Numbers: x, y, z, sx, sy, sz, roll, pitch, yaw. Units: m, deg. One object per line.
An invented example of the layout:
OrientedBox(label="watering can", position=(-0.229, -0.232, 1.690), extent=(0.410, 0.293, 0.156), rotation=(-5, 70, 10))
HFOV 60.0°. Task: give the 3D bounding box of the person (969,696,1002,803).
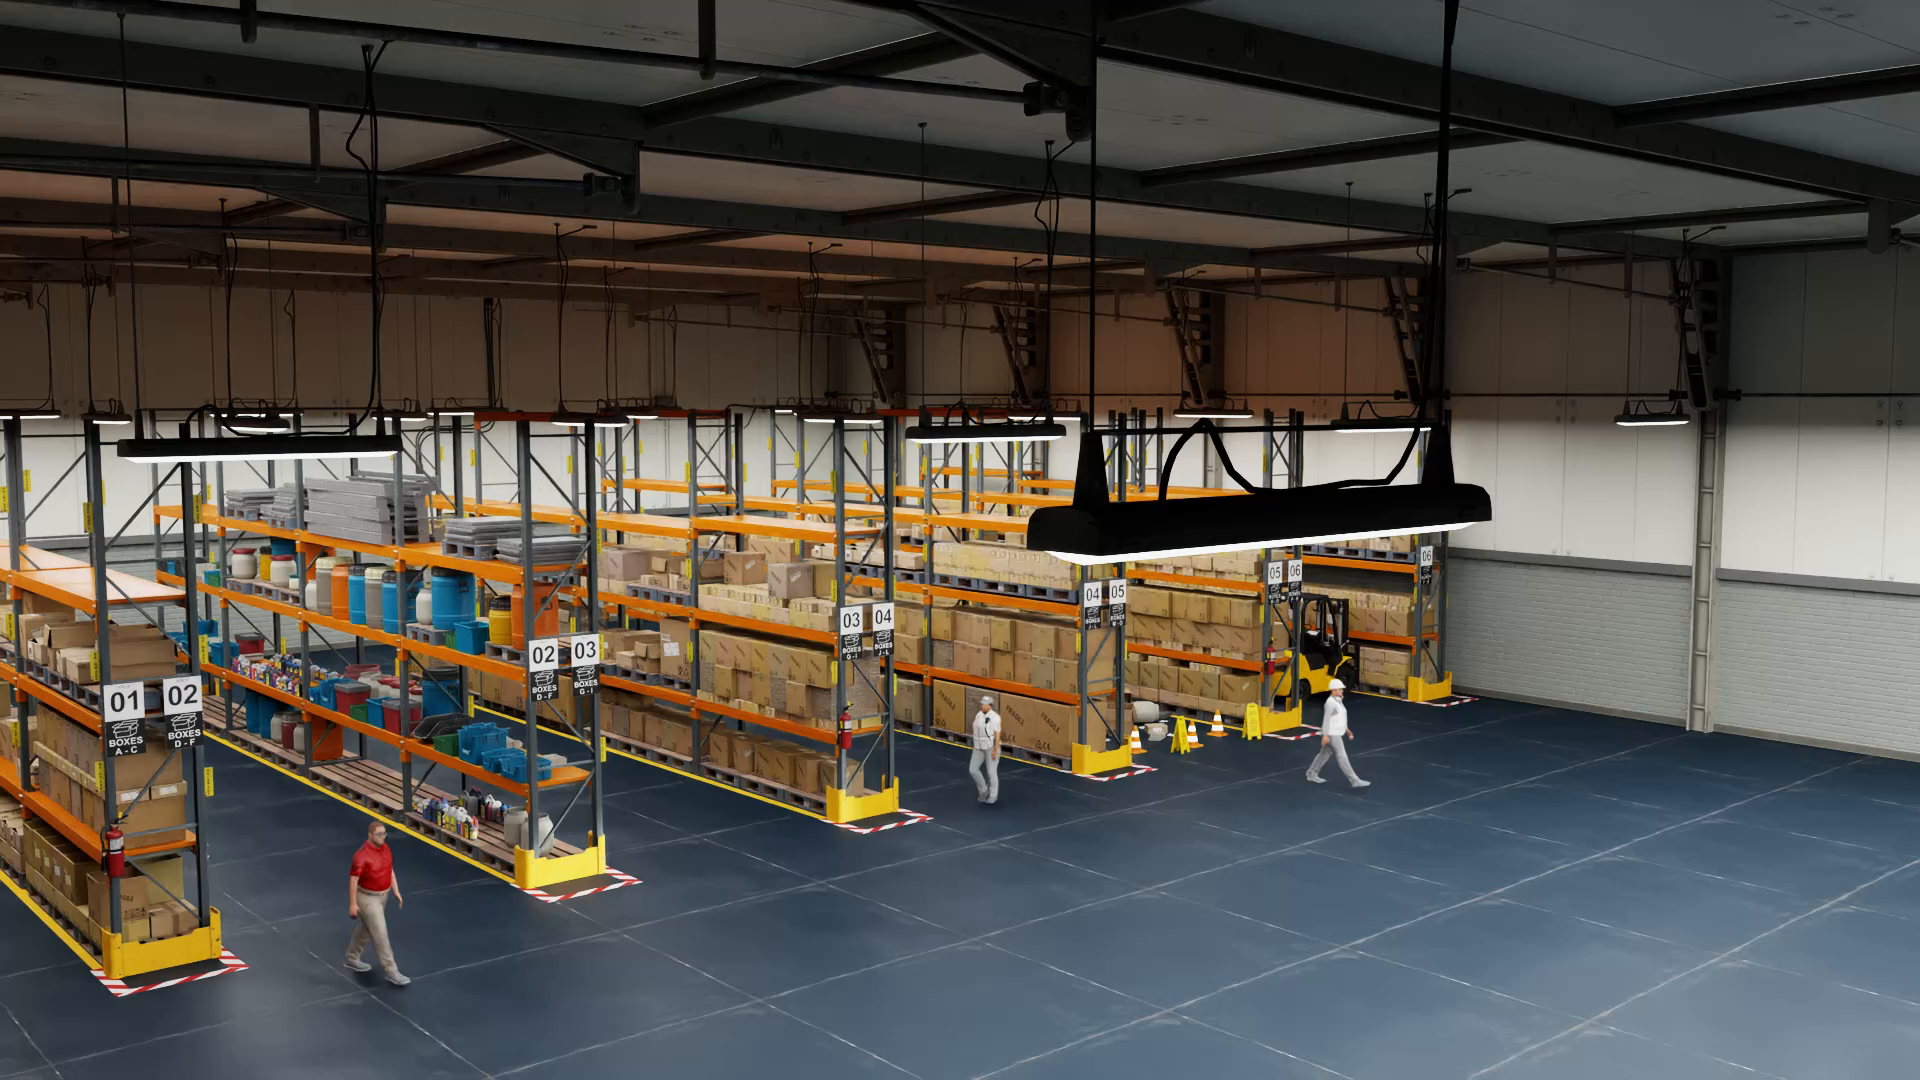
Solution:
OrientedBox(label="person", position=(0.424, 3.271, 25.732), extent=(0.530, 1.735, 0.421), rotation=(4, 6, 38))

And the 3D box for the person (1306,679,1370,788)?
OrientedBox(label="person", position=(6.102, 3.097, 26.761), extent=(1.053, 1.714, 0.572), rotation=(2, 5, 19))

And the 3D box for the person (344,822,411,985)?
OrientedBox(label="person", position=(-6.302, 3.885, 18.006), extent=(0.937, 1.681, 0.571), rotation=(1, 5, 10))
